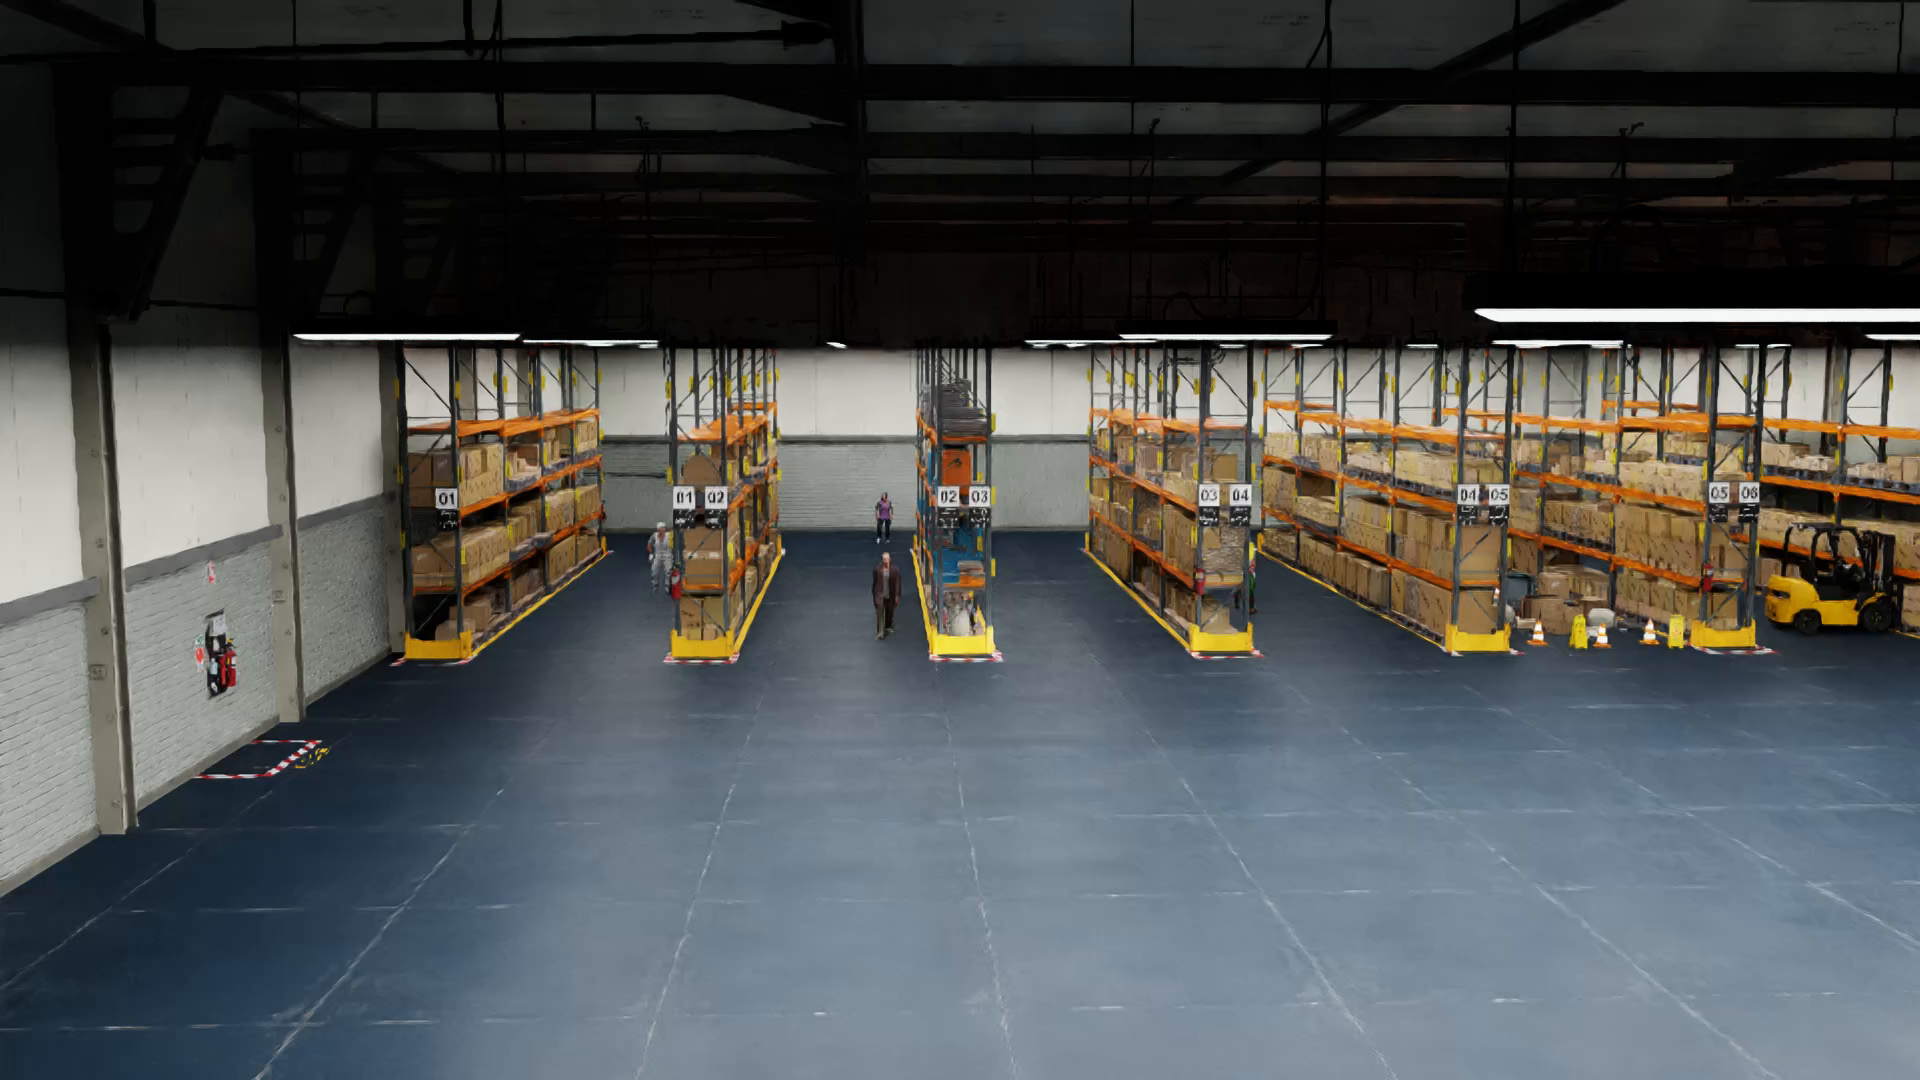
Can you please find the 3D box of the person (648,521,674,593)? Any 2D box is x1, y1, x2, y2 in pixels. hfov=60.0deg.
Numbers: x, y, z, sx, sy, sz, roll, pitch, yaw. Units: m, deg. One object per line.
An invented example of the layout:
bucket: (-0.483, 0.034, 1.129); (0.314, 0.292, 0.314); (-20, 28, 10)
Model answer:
person: (-7.029, 0.413, 39.235); (0.677, 1.742, 0.552); (-1, 7, -4)

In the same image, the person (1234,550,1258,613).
person: (6.232, 0.722, 36.458); (0.553, 1.709, 1.123); (0, 6, -1)

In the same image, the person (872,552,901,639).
person: (-1.470, 1.087, 33.260); (0.588, 1.700, 1.193); (-1, 7, -5)

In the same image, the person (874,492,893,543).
person: (-2.269, -0.664, 49.643); (0.566, 1.526, 0.519); (-1, 7, -5)
